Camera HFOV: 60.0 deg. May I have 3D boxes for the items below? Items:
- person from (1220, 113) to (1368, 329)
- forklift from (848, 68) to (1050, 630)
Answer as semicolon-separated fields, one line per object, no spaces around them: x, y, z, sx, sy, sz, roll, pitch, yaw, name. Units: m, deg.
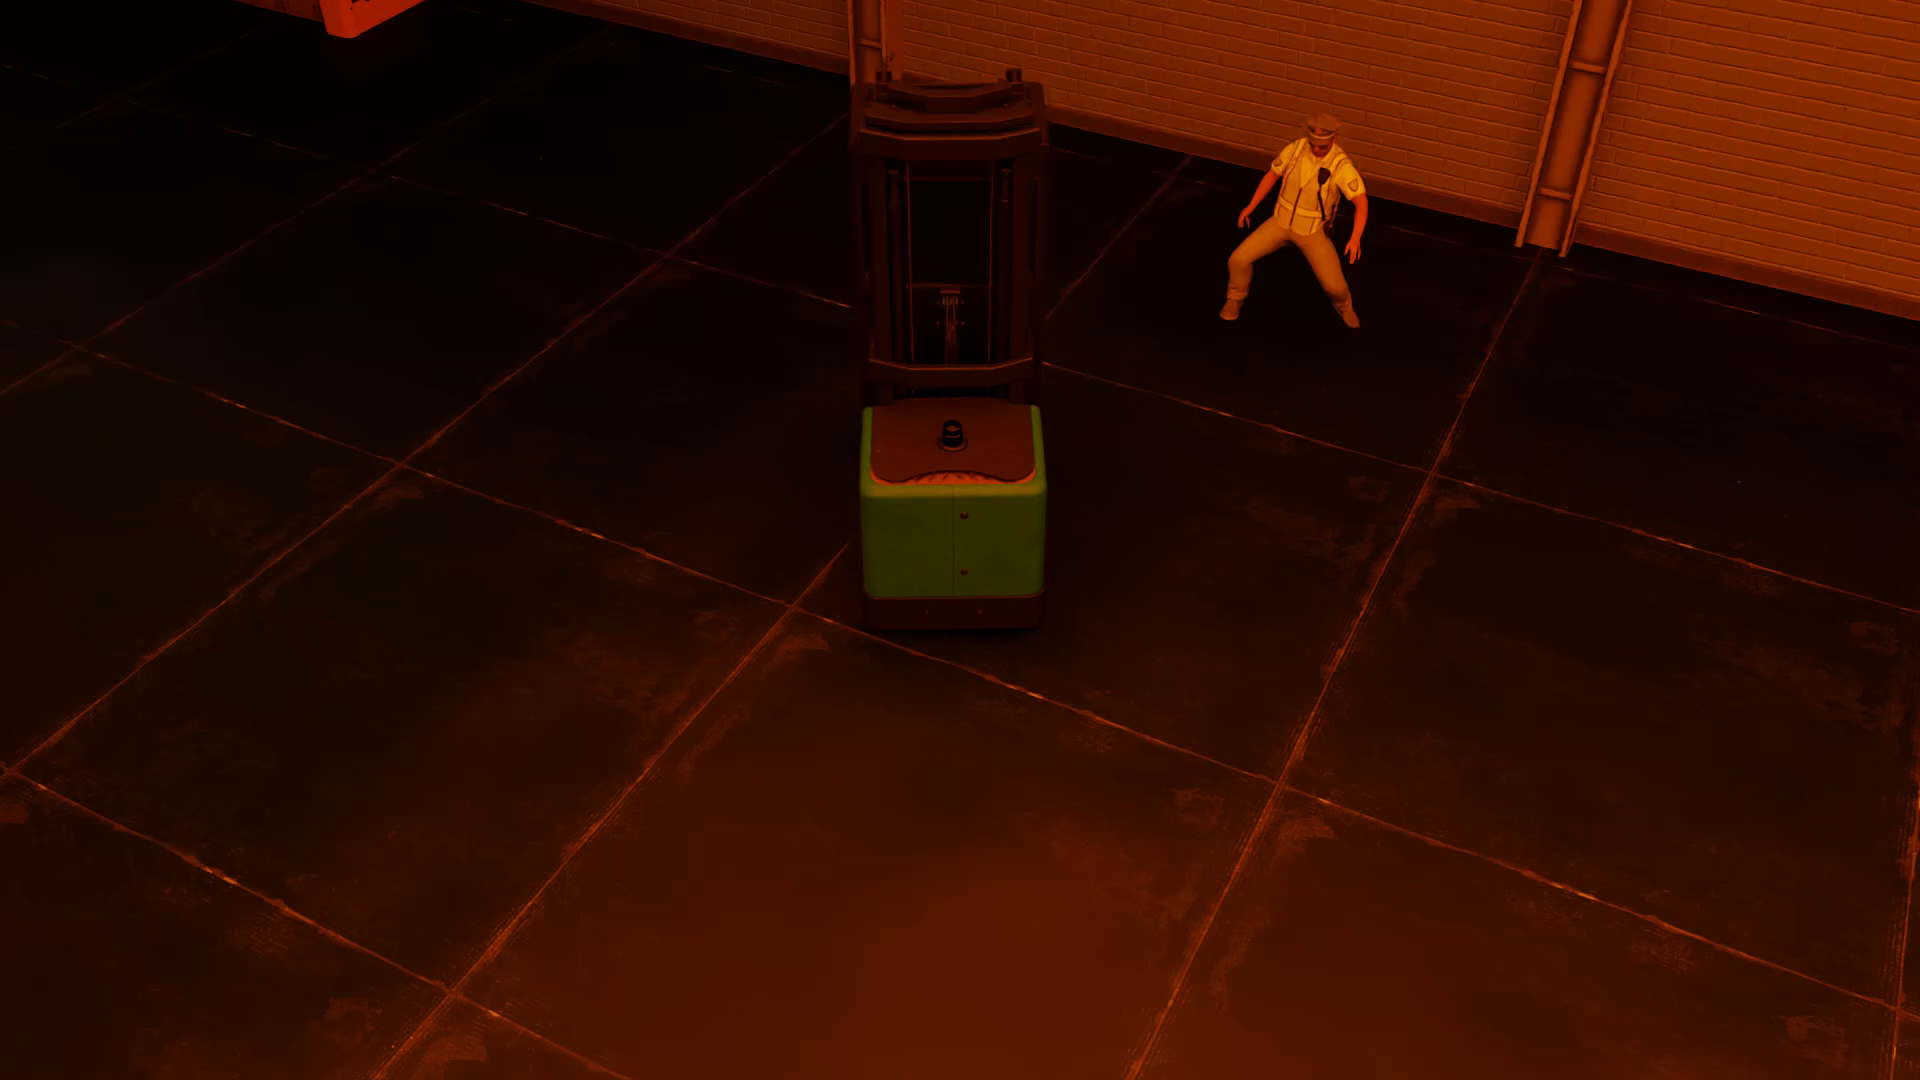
2.449;-2.197;11.664;0.967;1.622;0.775;25;46;27;person
-0.065;-1.530;9.803;1.130;2.935;3.031;-1;40;-1;forklift
